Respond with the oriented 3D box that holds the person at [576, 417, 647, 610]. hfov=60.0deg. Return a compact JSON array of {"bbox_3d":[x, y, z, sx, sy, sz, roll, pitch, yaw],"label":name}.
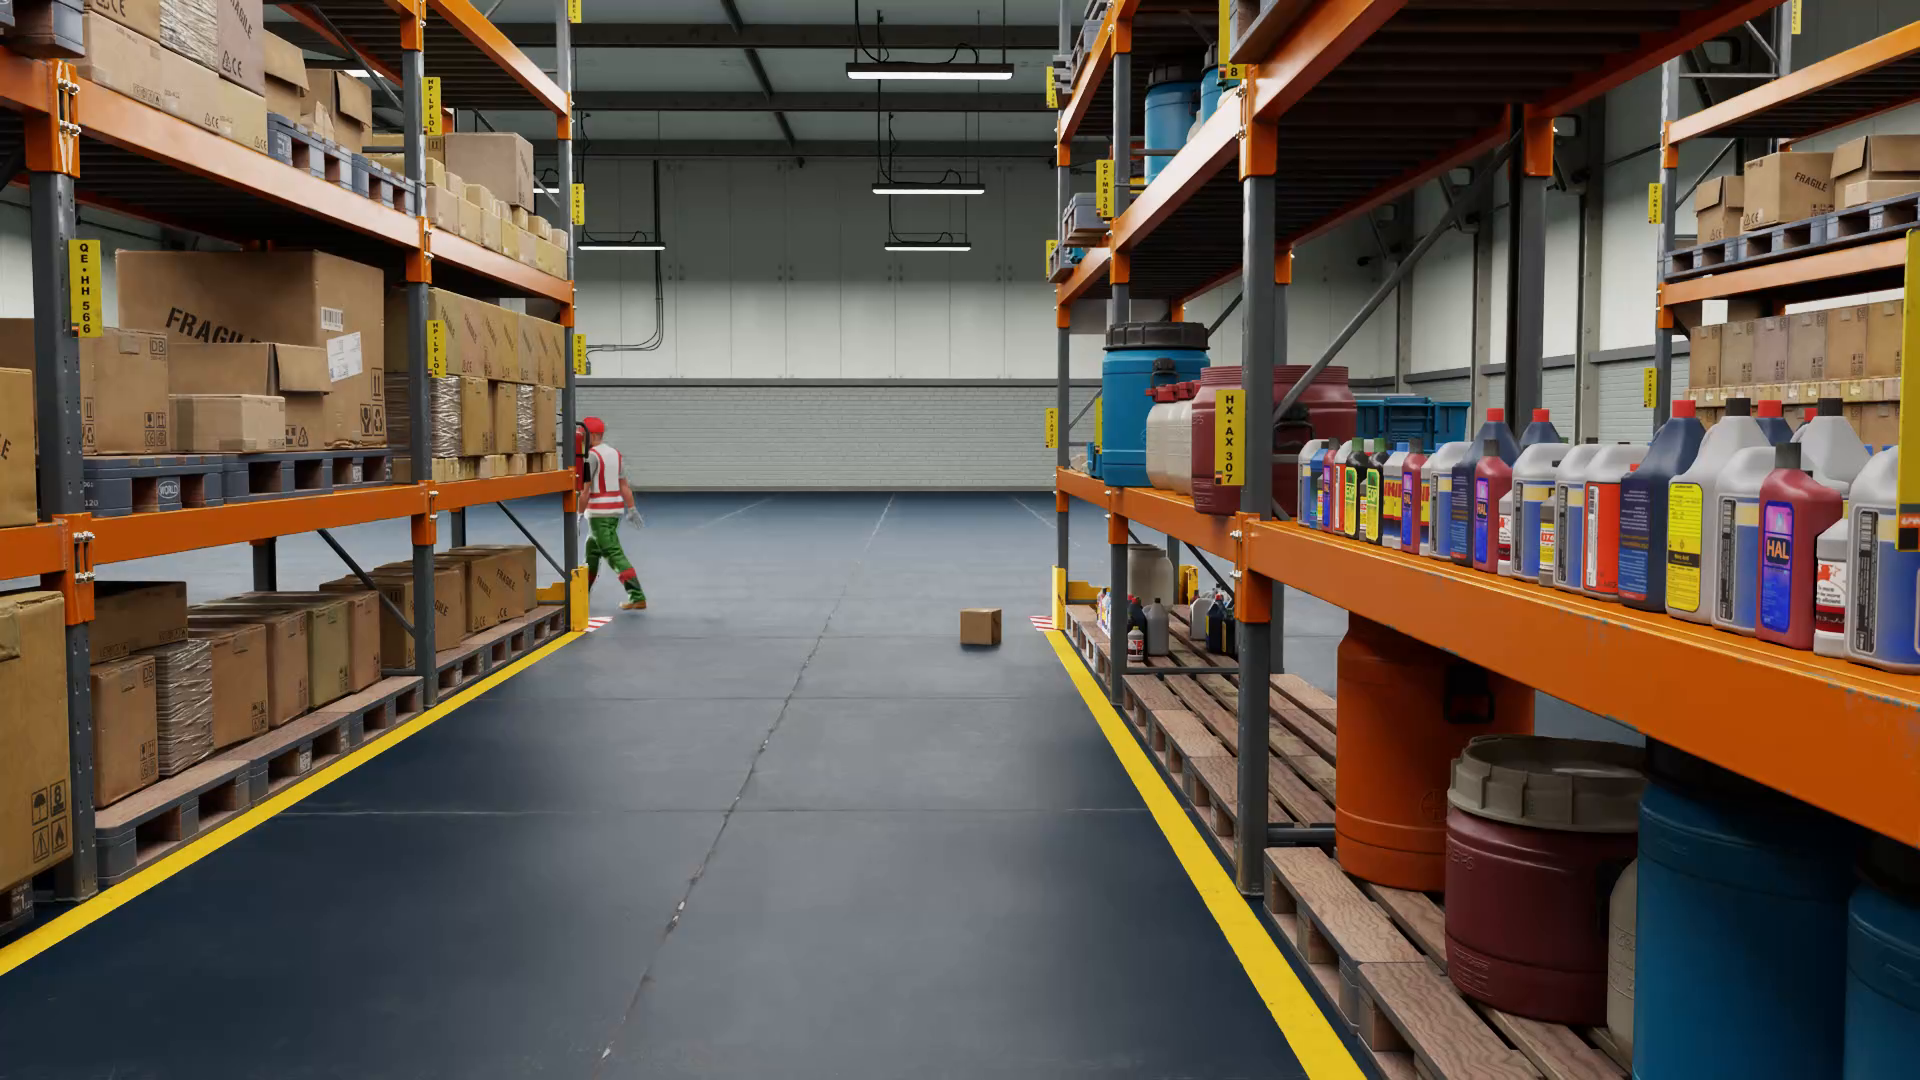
[{"bbox_3d":[-3.234,-0.237,14.836,1.089,1.716,0.629,1,4,20],"label":"person"}]
